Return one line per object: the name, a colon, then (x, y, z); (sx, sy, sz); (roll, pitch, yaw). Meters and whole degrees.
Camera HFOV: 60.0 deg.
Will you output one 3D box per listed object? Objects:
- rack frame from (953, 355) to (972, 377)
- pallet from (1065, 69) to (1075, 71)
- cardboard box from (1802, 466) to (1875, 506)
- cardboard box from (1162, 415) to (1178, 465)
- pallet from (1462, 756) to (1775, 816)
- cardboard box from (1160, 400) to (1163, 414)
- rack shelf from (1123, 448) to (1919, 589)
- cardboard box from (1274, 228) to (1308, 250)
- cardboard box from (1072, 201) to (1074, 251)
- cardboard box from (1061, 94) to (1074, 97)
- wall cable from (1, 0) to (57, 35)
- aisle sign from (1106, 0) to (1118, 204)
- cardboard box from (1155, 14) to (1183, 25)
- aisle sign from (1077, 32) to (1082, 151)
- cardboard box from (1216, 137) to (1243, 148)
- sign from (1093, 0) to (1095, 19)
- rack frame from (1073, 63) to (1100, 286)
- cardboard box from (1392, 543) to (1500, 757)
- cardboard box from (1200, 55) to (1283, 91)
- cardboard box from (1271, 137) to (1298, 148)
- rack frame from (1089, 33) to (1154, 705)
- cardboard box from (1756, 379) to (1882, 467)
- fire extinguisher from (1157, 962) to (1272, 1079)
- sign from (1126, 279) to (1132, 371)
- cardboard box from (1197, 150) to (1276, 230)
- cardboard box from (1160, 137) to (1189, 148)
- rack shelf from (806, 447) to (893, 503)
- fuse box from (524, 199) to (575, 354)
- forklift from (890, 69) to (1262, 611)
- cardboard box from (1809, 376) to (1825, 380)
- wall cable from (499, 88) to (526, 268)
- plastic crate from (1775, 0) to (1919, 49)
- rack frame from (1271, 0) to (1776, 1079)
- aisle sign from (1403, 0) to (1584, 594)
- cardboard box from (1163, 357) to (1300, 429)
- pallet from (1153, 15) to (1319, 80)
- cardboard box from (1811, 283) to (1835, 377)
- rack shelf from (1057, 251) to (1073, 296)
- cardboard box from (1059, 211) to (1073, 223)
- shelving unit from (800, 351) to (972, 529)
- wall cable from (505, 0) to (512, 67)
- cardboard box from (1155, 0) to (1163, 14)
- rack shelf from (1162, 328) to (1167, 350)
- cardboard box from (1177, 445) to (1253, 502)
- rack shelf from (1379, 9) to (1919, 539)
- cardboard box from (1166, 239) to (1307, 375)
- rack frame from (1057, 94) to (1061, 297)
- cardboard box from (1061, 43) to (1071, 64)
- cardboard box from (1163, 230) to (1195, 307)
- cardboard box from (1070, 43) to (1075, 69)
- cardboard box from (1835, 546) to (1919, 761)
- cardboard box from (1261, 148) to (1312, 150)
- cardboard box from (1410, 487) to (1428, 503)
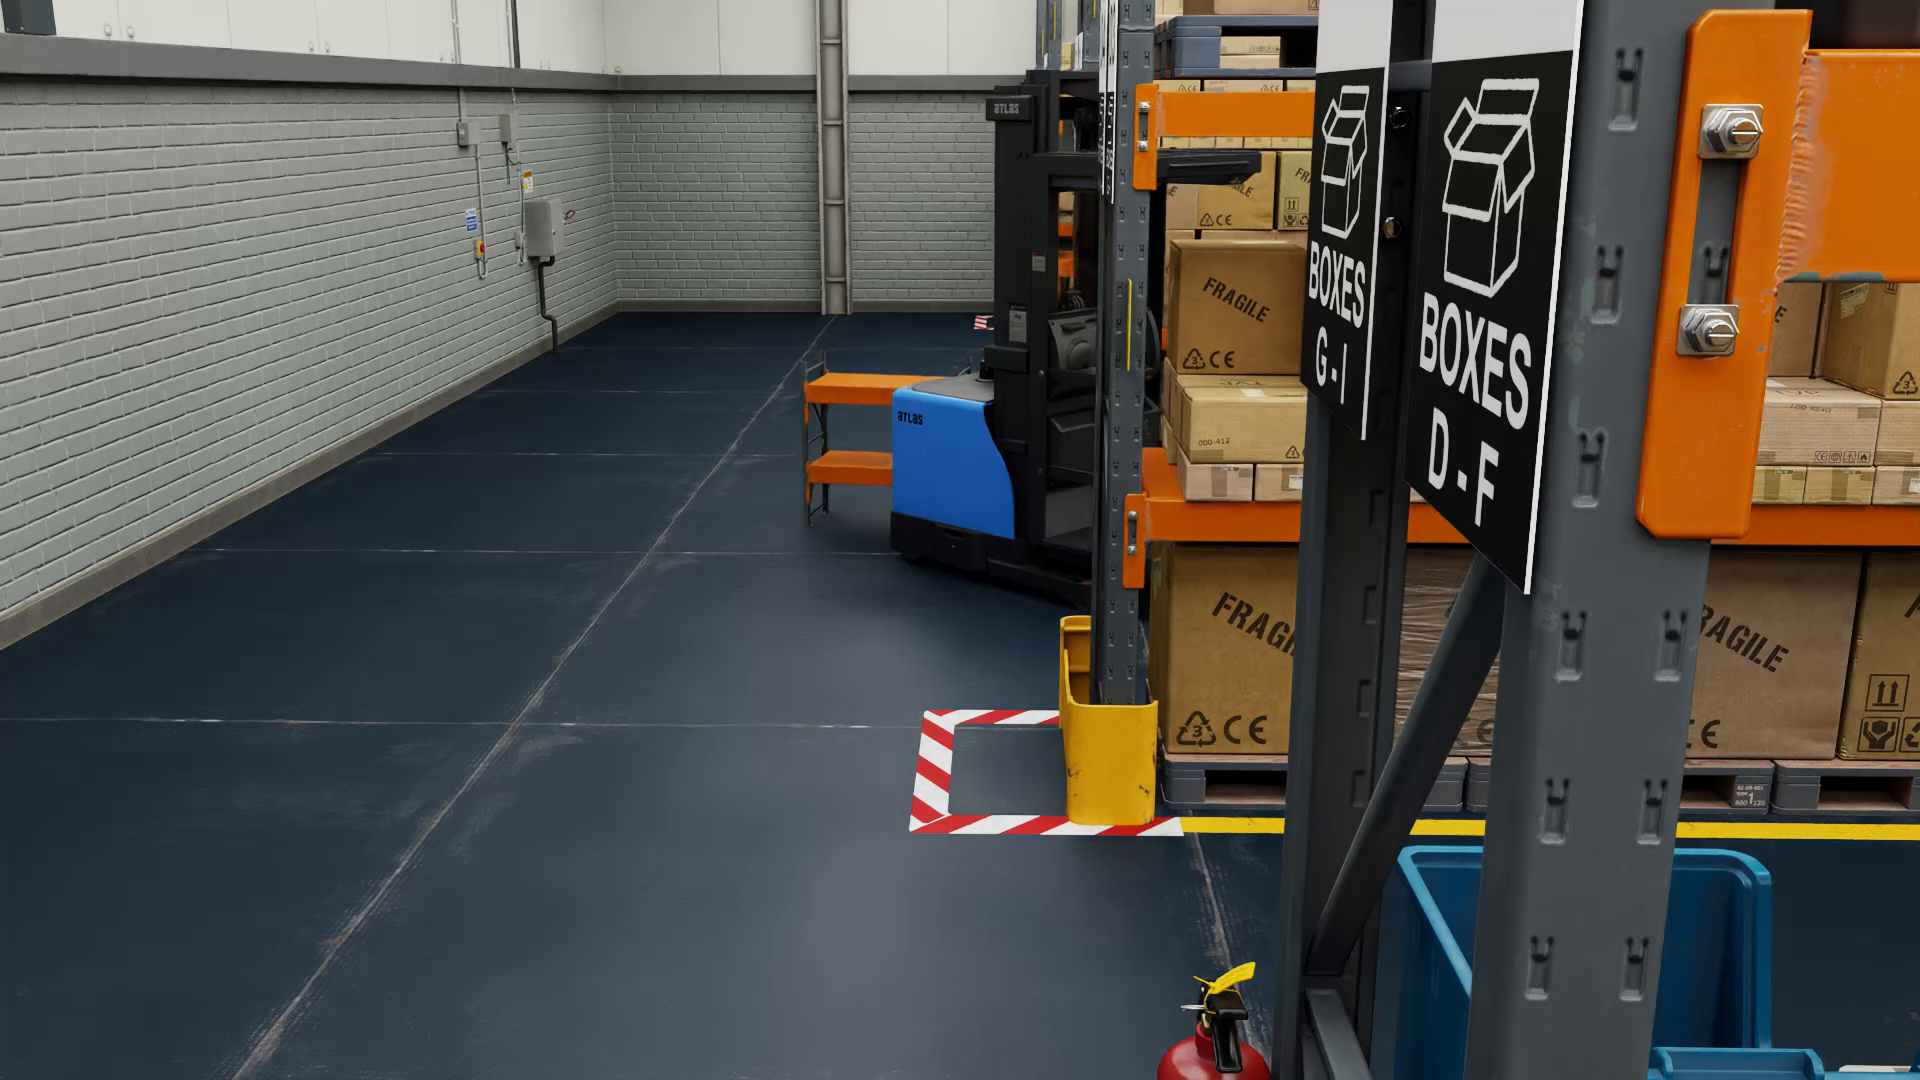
rack frame: (0.019, -0.629, 11.020); (0.032, 1.125, 0.500); (3, 15, 11)
pallet: (1.633, -4.404, 15.947); (1.213, 0.211, 1.003); (0, 15, 1)
cardboard box: (3.295, -0.249, 6.397); (0.250, 0.149, 0.380); (1, 15, 2)
cardboard box: (1.003, -0.432, 7.089); (0.250, 0.149, 0.380); (1, 15, 2)
pallet: (2.656, 0.871, 7.126); (1.213, 0.211, 1.003); (0, 15, 1)
cardboard box: (1.402, -0.909, 12.005); (0.250, 0.149, 0.380); (1, 15, 2)
rack shelf: (2.638, -0.111, 6.790); (4.000, 0.370, 1.077); (0, 15, 1)
cardboard box: (2.333, -1.851, 11.197); (0.500, 0.500, 0.500); (1, 15, 2)
cardboard box: (1.380, -3.112, 16.558); (0.500, 0.500, 0.500); (0, 15, 2)
cardboard box: (1.327, -5.532, 20.541); (0.250, 0.149, 0.380); (1, 15, 3)
wall cable: (-4.926, -5.844, 9.043); (0.120, 5.999, 2.277); (0, 15, 1)
aisle sign: (0.559, -1.653, 6.128); (0.004, 0.787, 0.394); (0, 15, 1)
cardboard box: (1.308, -3.286, 10.850); (0.500, 0.250, 0.500); (1, 15, 2)
aisle sign: (0.785, -2.917, 10.919); (0.004, 0.787, 0.394); (0, 15, 1)
cardboard box: (2.536, -3.759, 15.781); (0.250, 0.149, 0.380); (1, 15, 2)
sign: (0.852, -3.470, 10.521); (0.005, 0.325, 0.100); (0, 15, 1)
rack frame: (0.866, -1.736, 11.539); (0.127, 3.000, 1.000); (0, 15, 1)
cardboard box: (2.190, 0.342, 7.004); (0.875, 0.875, 0.875); (0, 15, 1)
cardboard box: (1.835, -3.041, 10.900); (0.500, 0.250, 0.500); (1, 15, 3)
cardboard box: (3.052, -3.761, 15.789); (0.250, 0.149, 0.380); (0, 15, 1)
rack frame: (0.638, -0.472, 6.747); (0.127, 3.000, 1.000); (0, 15, 1)
cardboard box: (3.161, -0.459, 6.410); (0.500, 0.250, 0.500); (1, 15, 3)
fire extinguisher: (0.373, 0.892, 2.460); (0.183, 0.674, 0.296); (0, 15, 1)
sign: (0.618, -0.787, 6.091); (0.005, 0.325, 0.100); (0, 15, 1)
cardboard box: (1.813, -2.339, 11.087); (0.500, 0.500, 0.500); (1, 15, 3)
cardboard box: (2.023, -3.760, 15.783); (0.250, 0.149, 0.380); (0, 15, 0)
rack shelf: (-0.479, -0.419, 11.180); (1.000, 0.278, 0.538); (3, 15, 11)
fuse box: (-4.547, -2.941, 18.634); (0.414, 1.711, 0.539); (0, 15, 1)
forklift: (0.988, -1.137, 9.402); (3.031, 2.935, 1.130); (13, 20, 41)
cardboard box: (3.677, -0.591, 6.912); (0.500, 0.250, 0.500); (0, 15, 1)
wall cable: (-4.722, -3.883, 17.685); (0.122, 1.984, 0.588); (0, 15, 1)
plastic crate: (0.890, -0.522, 1.315); (0.590, 0.269, 0.497); (0, 15, 1)
rack frame: (0.512, 0.791, 1.963); (0.053, 2.616, 0.949); (0, 15, 1)
aisle sign: (0.432, -0.390, 1.343); (0.004, 0.787, 0.394); (0, 15, 1)
cardboard box: (1.129, -0.607, 6.973); (0.500, 0.250, 0.500); (0, 15, 1)
pallet: (1.380, -1.877, 6.368); (1.213, 0.211, 1.003); (0, 15, 1)
cardboard box: (3.673, -0.953, 6.813); (0.500, 0.500, 0.500); (0, 15, 1)
rack shelf: (2.891, -2.638, 16.369); (4.000, 0.370, 1.077); (0, 15, 1)
cardboard box: (1.336, -4.071, 20.883); (0.250, 0.149, 0.380); (0, 15, 1)
shelving unit: (-0.479, -0.655, 11.117); (1.048, 1.125, 0.538); (3, 15, 11)
wall cable: (-4.780, -6.057, 16.156); (0.029, 3.000, 2.355); (0, 15, 1)
cardboard box: (1.184, -3.488, 10.833); (0.250, 0.149, 0.380); (0, 15, 1)
rack shelf: (2.865, -1.375, 11.582); (4.000, 0.370, 1.077); (0, 15, 1)
cardboard box: (0.985, -0.264, 6.452); (0.250, 0.149, 0.380); (1, 15, 2)
rack shelf: (2.511, -0.298, 1.620); (4.000, 0.370, 1.077); (0, 15, 1)
cardboard box: (1.132, -0.969, 6.875); (0.500, 0.500, 0.500); (1, 15, 2)
rack frame: (0.891, -2.999, 16.326); (0.127, 3.000, 1.000); (0, 15, 1)
cardboard box: (1.452, -5.961, 20.405); (0.500, 0.250, 0.500); (0, 15, 1)
cardboard box: (1.308, -1.855, 11.210); (0.500, 0.500, 0.500); (1, 15, 4)
cardboard box: (1.344, -4.648, 15.972); (0.500, 0.250, 0.500); (-1, 15, -4)
cardboard box: (3.979, 0.354, 6.960); (0.875, 0.875, 0.875); (0, 15, 1)
cardboard box: (2.356, -2.467, 11.573); (0.500, 0.500, 0.500); (1, 15, 4)
cardboard box: (1.758, -0.259, 6.435); (0.250, 0.149, 0.380); (0, 15, 1)
